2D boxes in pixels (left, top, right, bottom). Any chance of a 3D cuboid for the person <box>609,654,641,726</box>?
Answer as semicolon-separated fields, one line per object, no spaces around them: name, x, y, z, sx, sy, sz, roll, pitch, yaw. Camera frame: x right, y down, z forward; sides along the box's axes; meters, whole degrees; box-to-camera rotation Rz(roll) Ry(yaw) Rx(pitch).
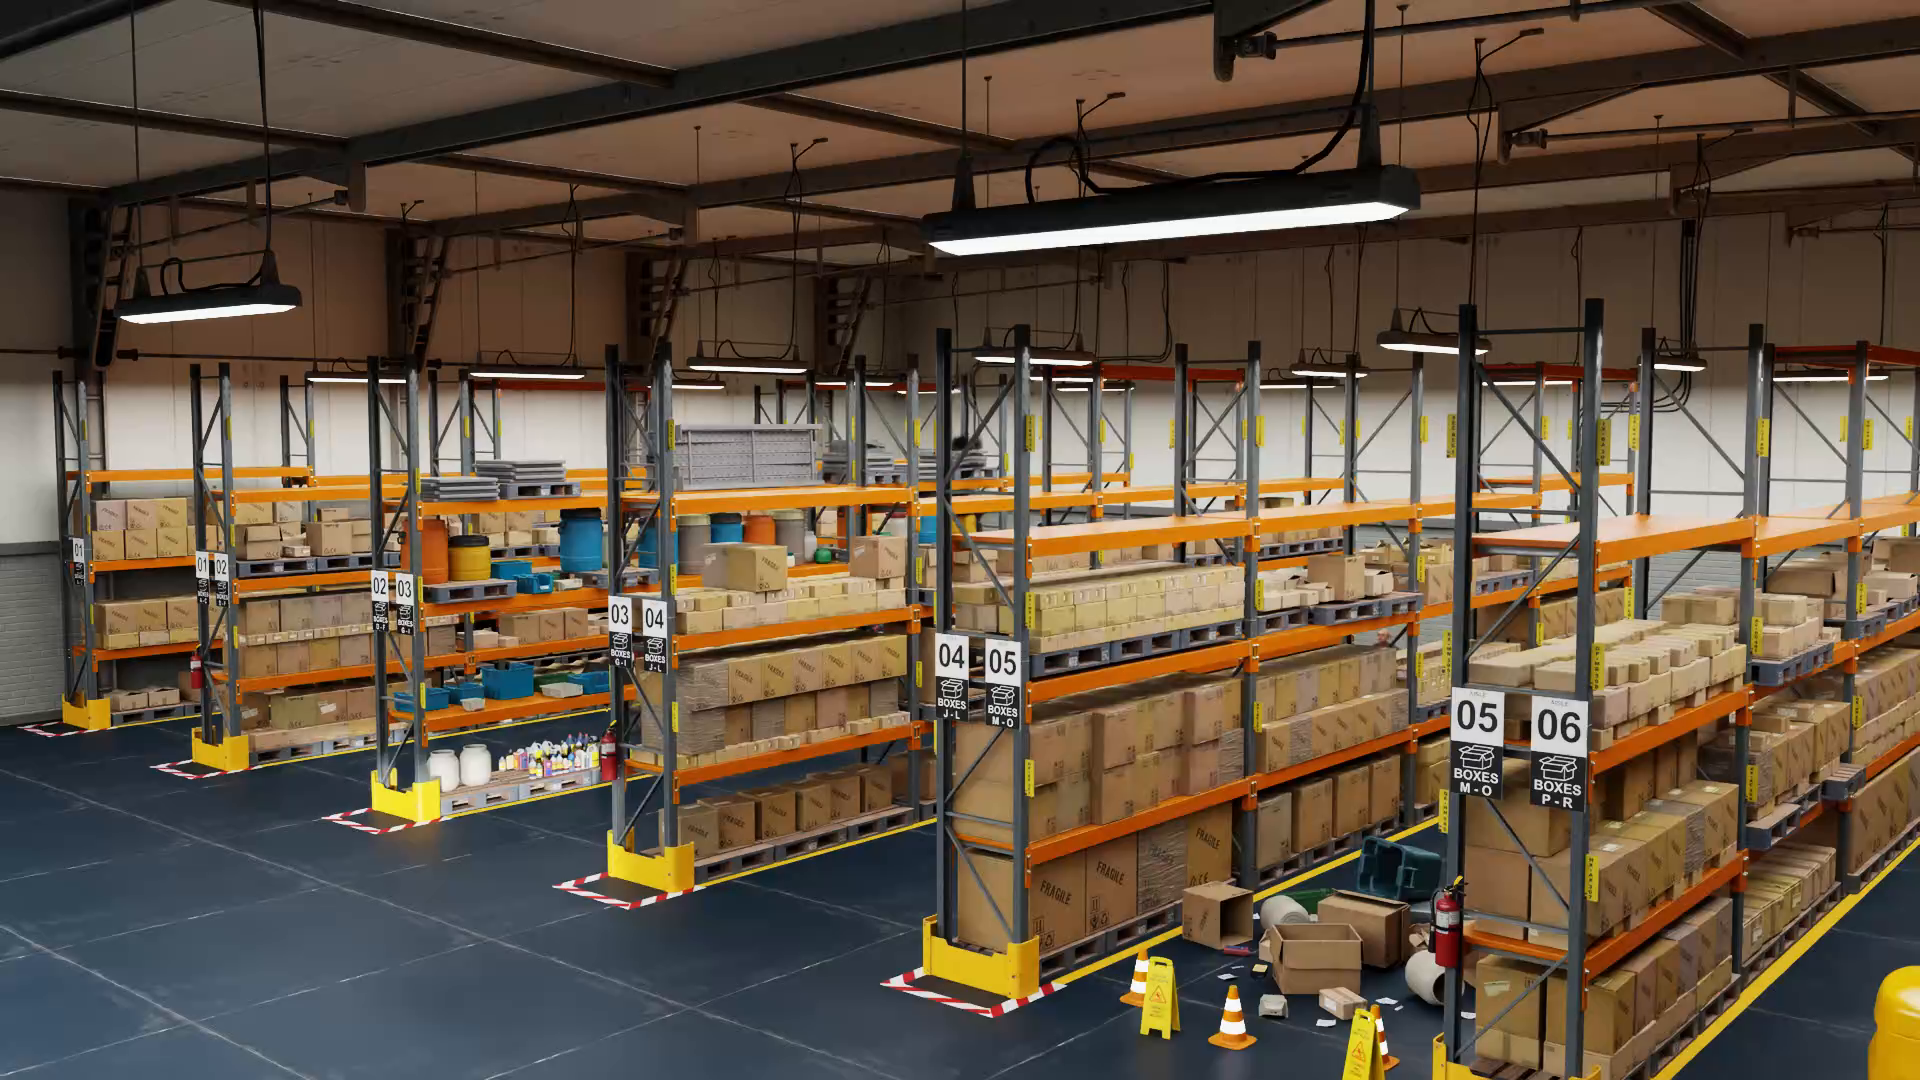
person;-5.514;2.380;27.178;0.618;1.694;0.785;2;5;29

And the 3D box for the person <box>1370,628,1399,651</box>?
person;6.787;2.344;26.819;0.682;1.841;0.801;3;5;37
